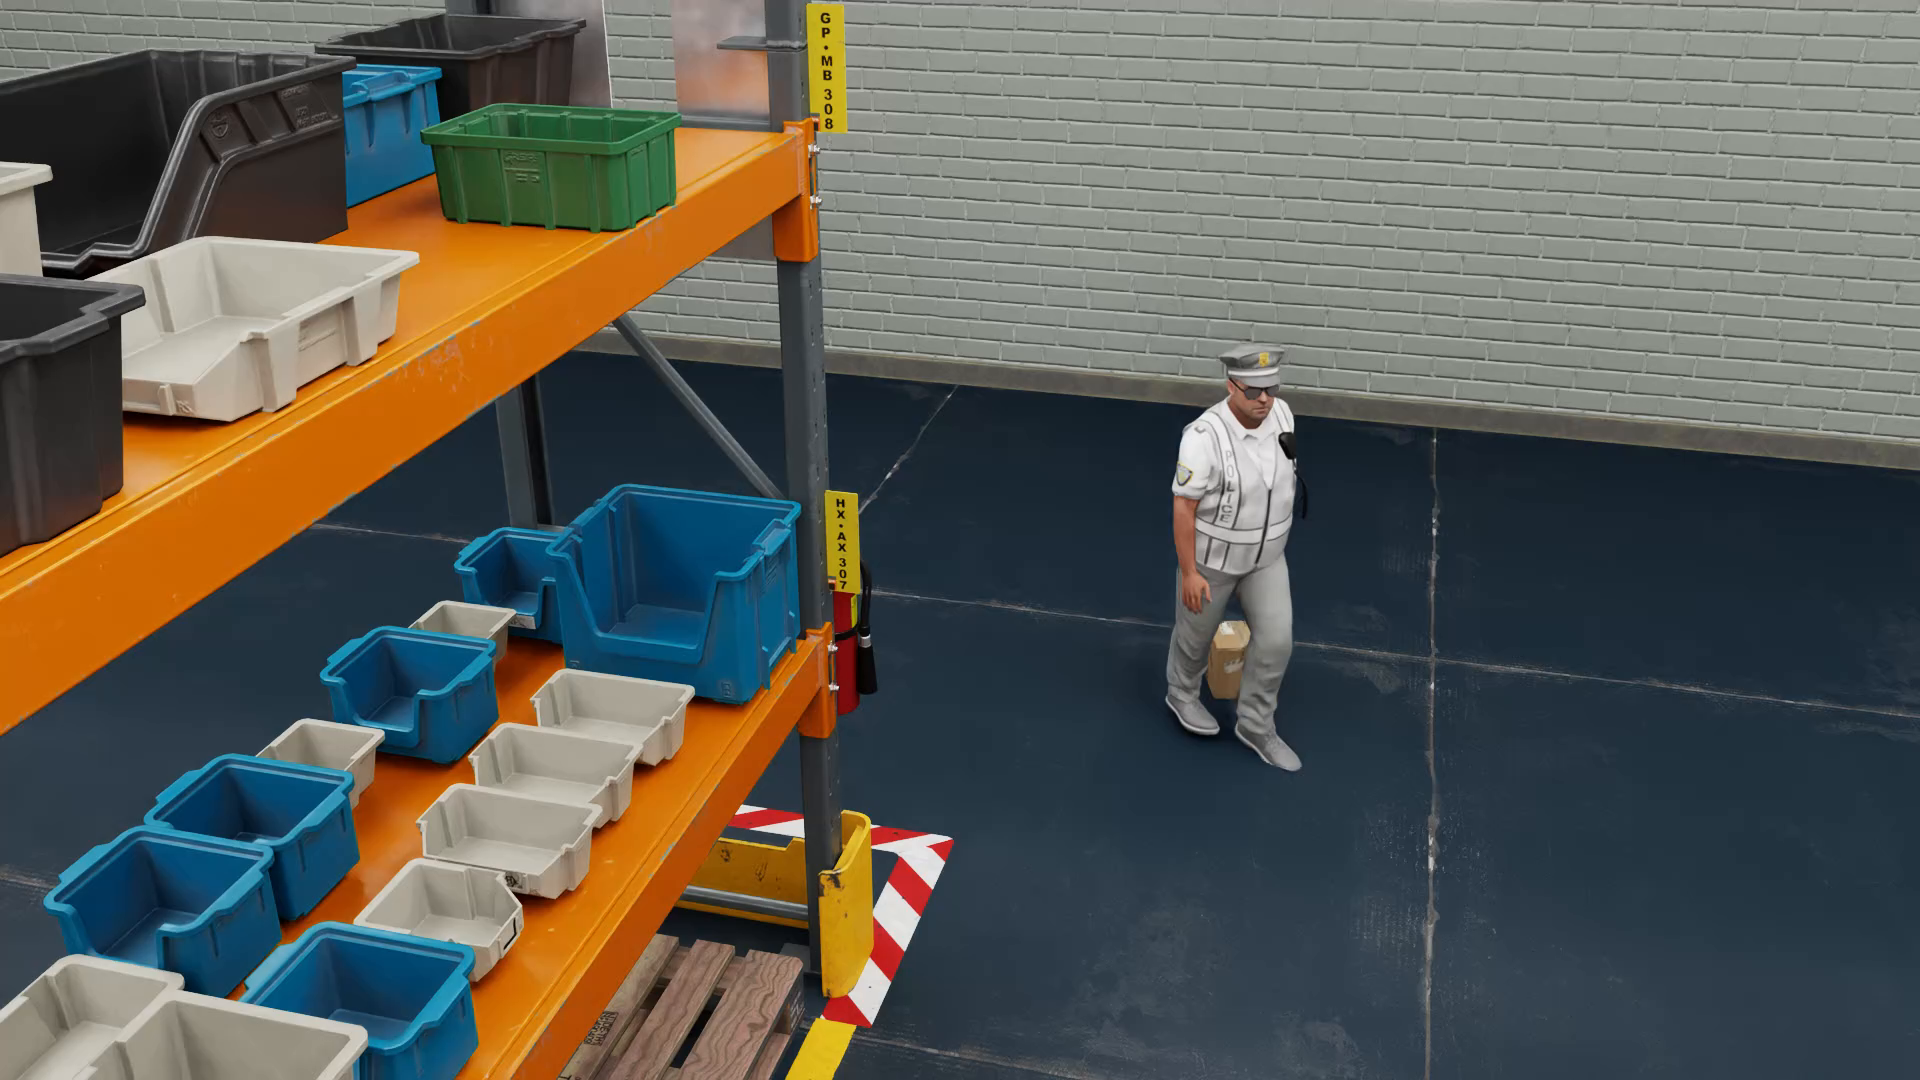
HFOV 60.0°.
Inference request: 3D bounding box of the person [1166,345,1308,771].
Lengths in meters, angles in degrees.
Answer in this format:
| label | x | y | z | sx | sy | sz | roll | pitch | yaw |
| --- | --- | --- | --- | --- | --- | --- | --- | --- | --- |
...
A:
| label | x | y | z | sx | sy | sz | roll | pitch | yaw |
| --- | --- | --- | --- | --- | --- | --- | --- | --- | --- |
| person | 1.045 | 0.057 | 6.508 | 0.569 | 1.804 | 0.630 | -10 | 27 | -21 |
